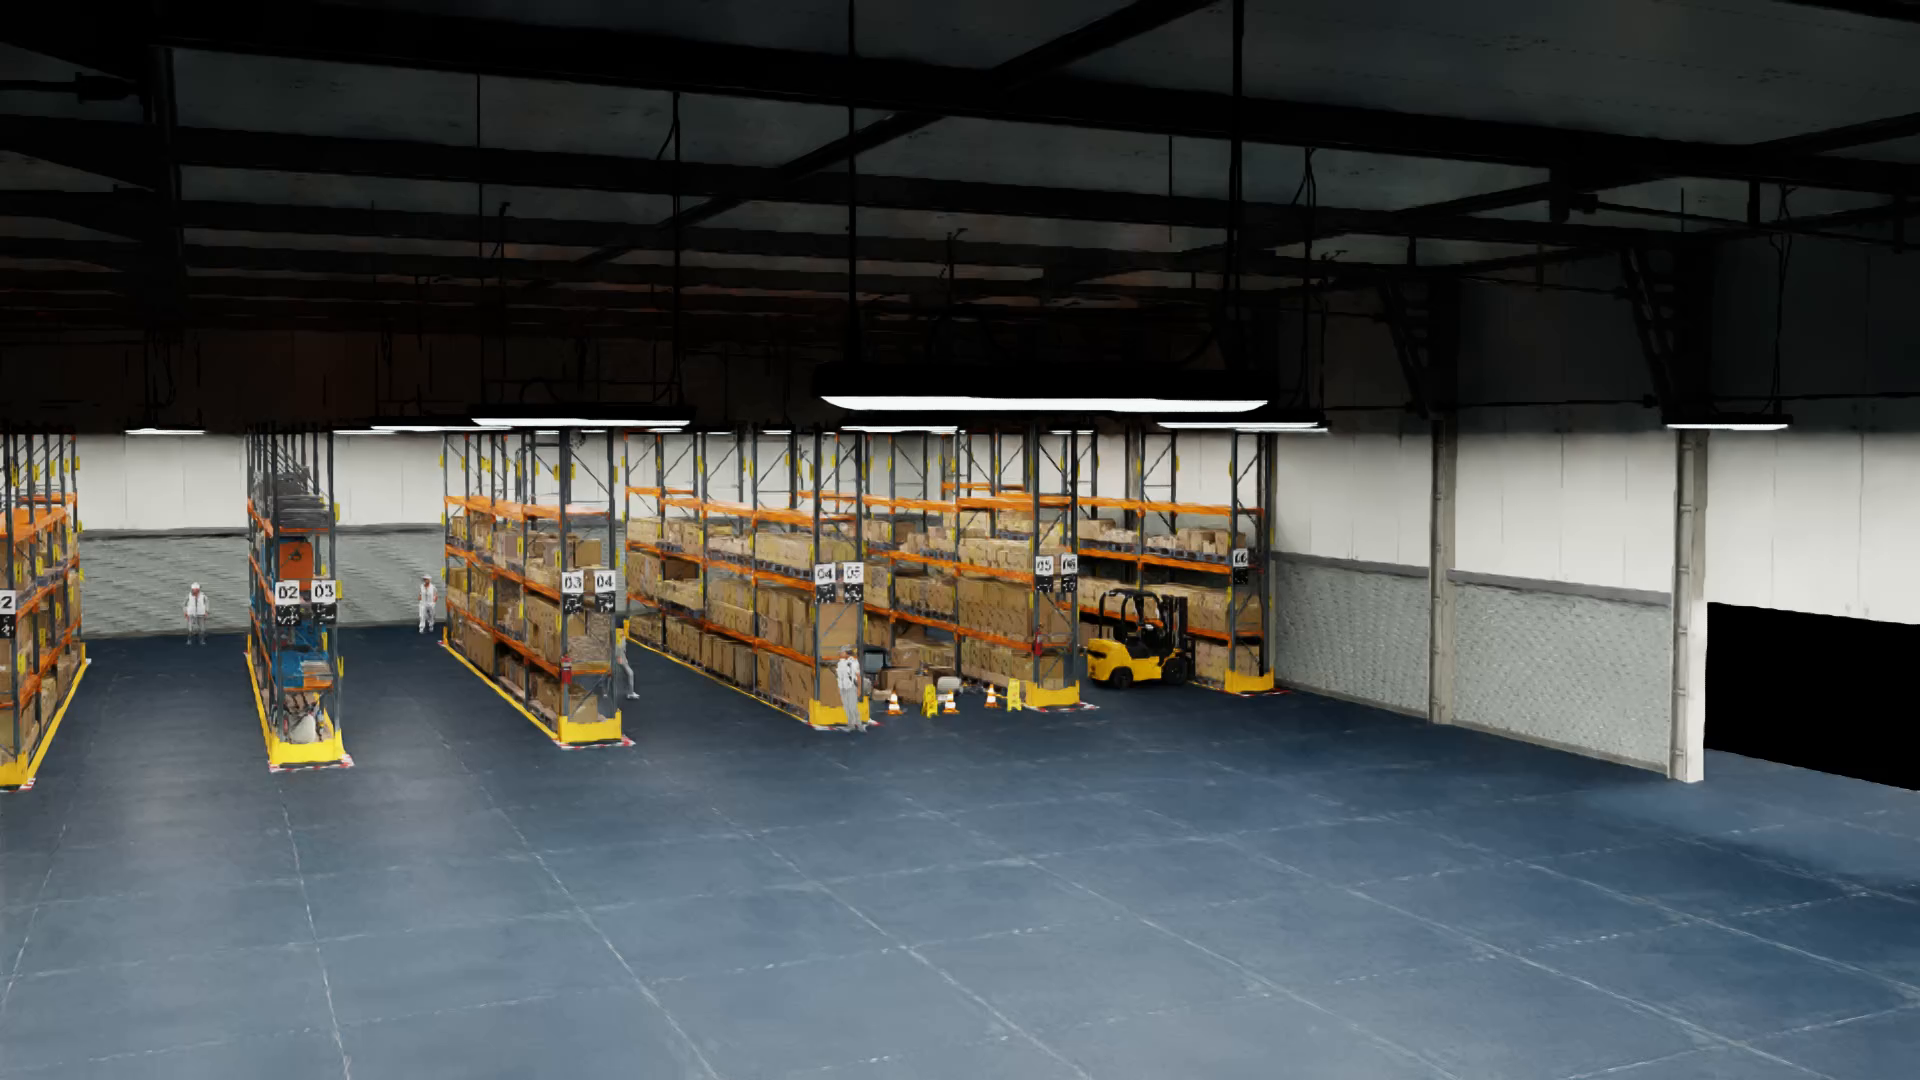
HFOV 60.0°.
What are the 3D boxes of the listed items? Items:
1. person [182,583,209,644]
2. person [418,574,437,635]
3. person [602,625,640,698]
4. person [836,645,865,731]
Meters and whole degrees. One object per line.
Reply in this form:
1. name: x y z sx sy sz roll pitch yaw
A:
1. person: -20.934 2.021 45.575 0.677 1.726 0.574 -2 4 -27
2. person: -15.371 1.847 48.011 0.534 1.726 1.038 -1 4 -15
3. person: -7.465 2.640 36.307 0.609 1.601 0.817 -3 5 -41
4. person: -2.126 2.869 32.278 0.602 1.658 0.419 2 4 35
